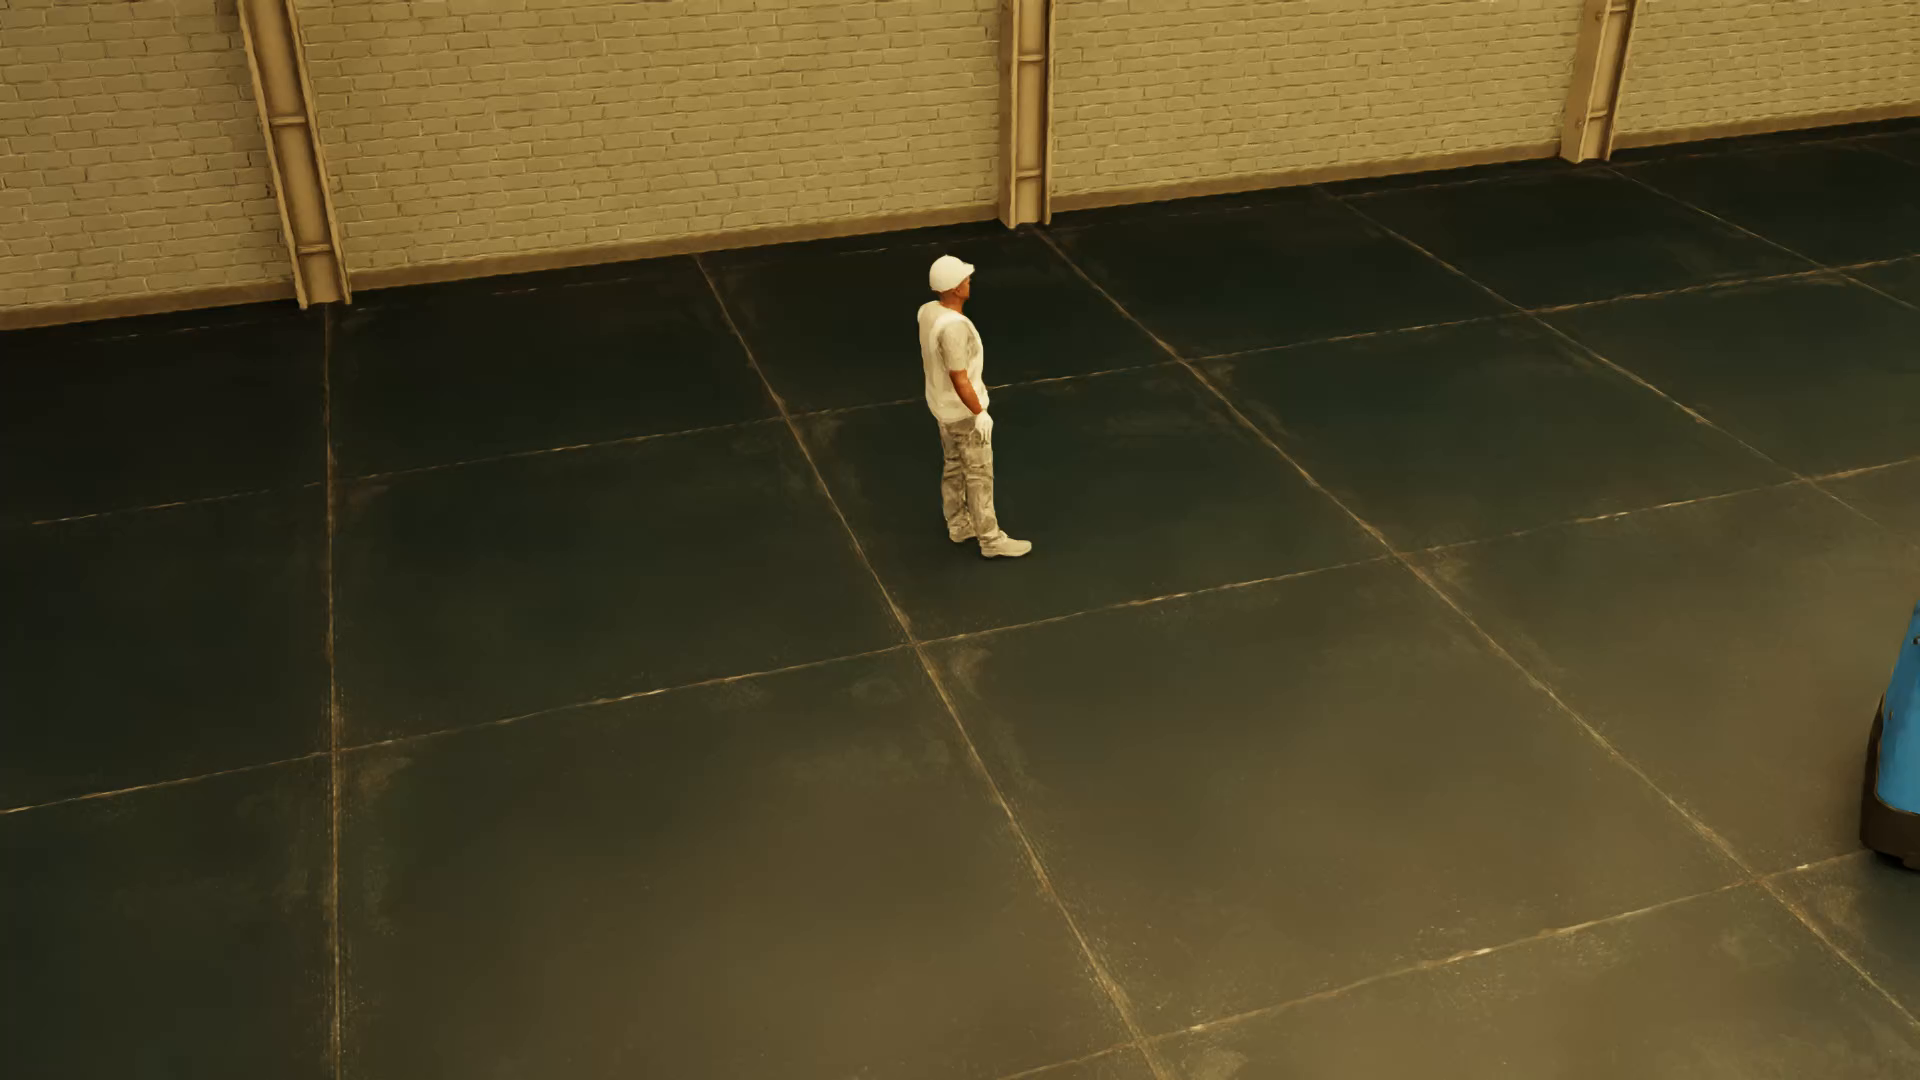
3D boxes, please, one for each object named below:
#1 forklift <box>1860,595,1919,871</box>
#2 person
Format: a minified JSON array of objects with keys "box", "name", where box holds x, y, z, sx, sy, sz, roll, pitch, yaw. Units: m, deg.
[{"box":[5.629,0.293,6.577,3.031,2.935,1.130,15,33,24],"name":"forklift"},{"box":[0.071,-0.787,9.591,0.576,1.782,0.655,-10,31,-16],"name":"person"}]
